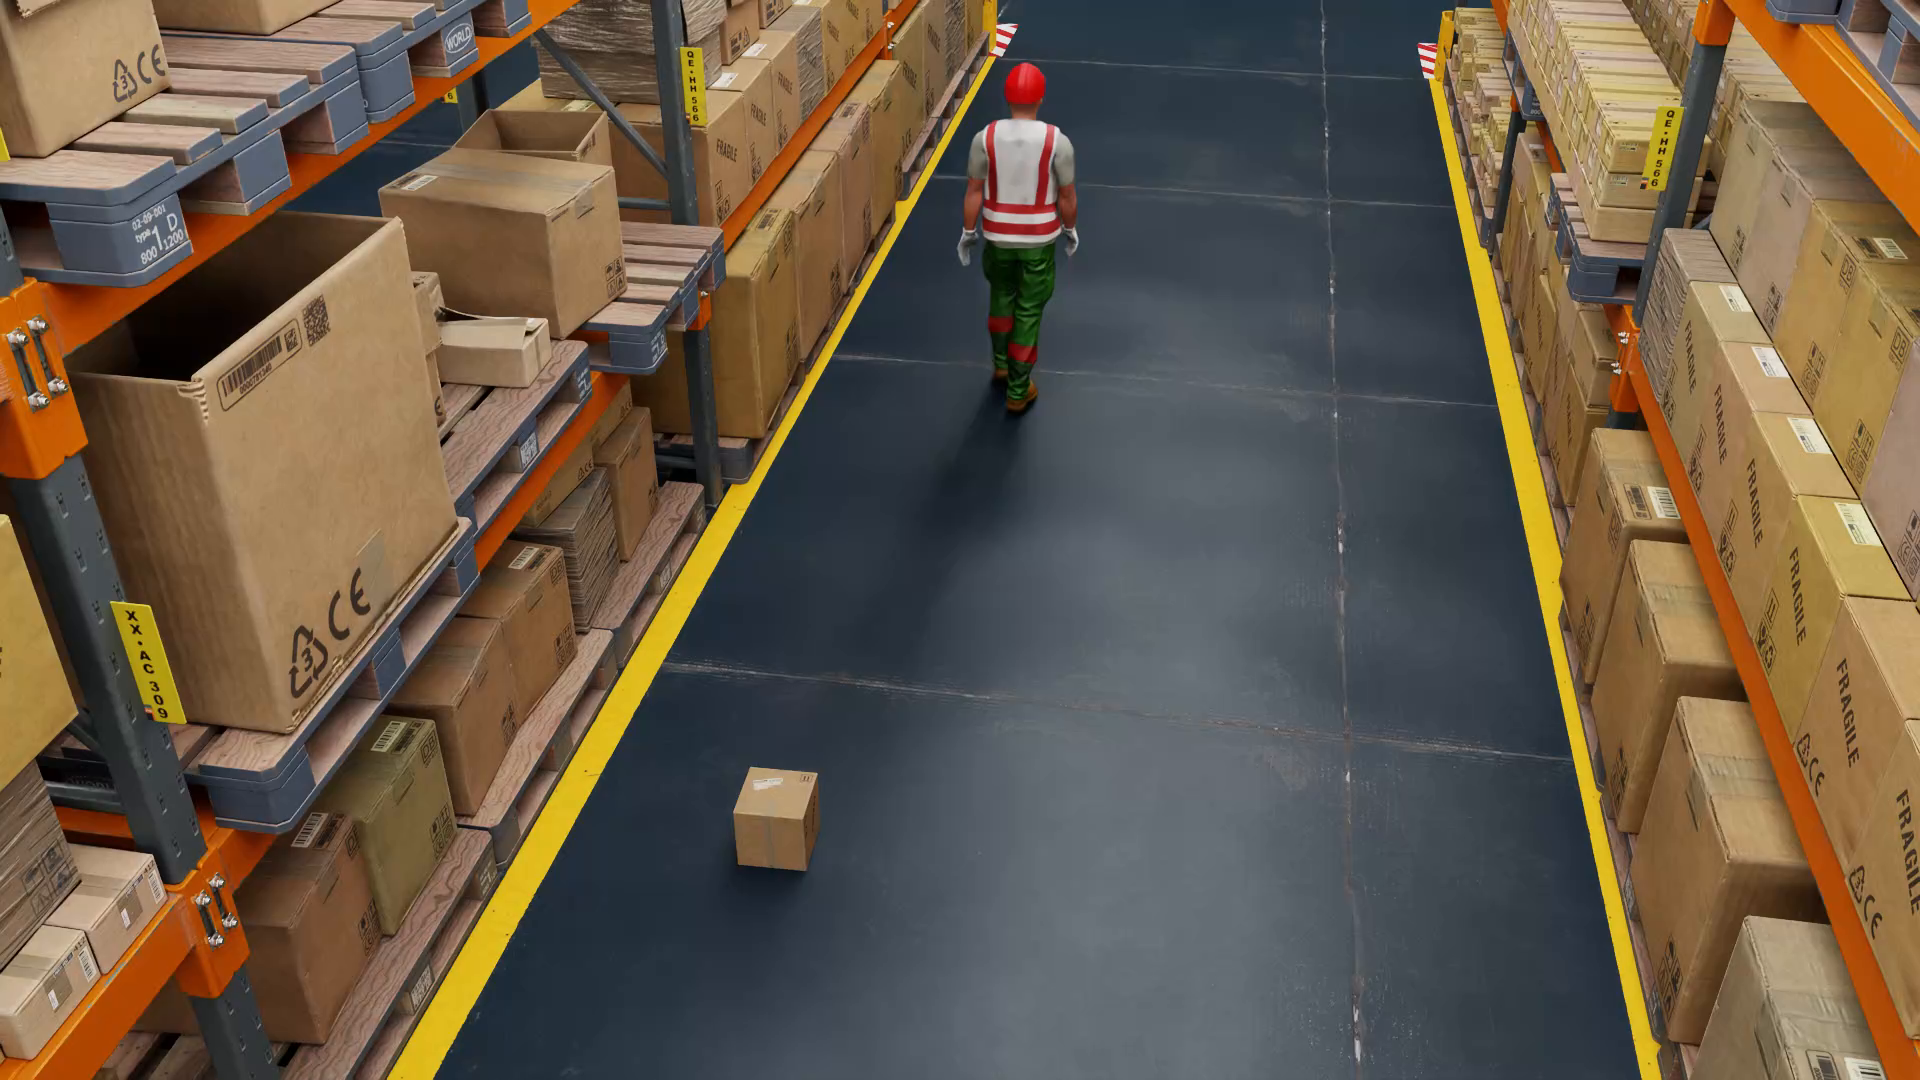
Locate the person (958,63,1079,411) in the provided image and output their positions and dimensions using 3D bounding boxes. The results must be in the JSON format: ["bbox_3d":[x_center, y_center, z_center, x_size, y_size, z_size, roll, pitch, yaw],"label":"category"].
[{"bbox_3d":[0.296,-1.538,8.584,0.598,1.846,0.550,8,33,12],"label":"person"}]
